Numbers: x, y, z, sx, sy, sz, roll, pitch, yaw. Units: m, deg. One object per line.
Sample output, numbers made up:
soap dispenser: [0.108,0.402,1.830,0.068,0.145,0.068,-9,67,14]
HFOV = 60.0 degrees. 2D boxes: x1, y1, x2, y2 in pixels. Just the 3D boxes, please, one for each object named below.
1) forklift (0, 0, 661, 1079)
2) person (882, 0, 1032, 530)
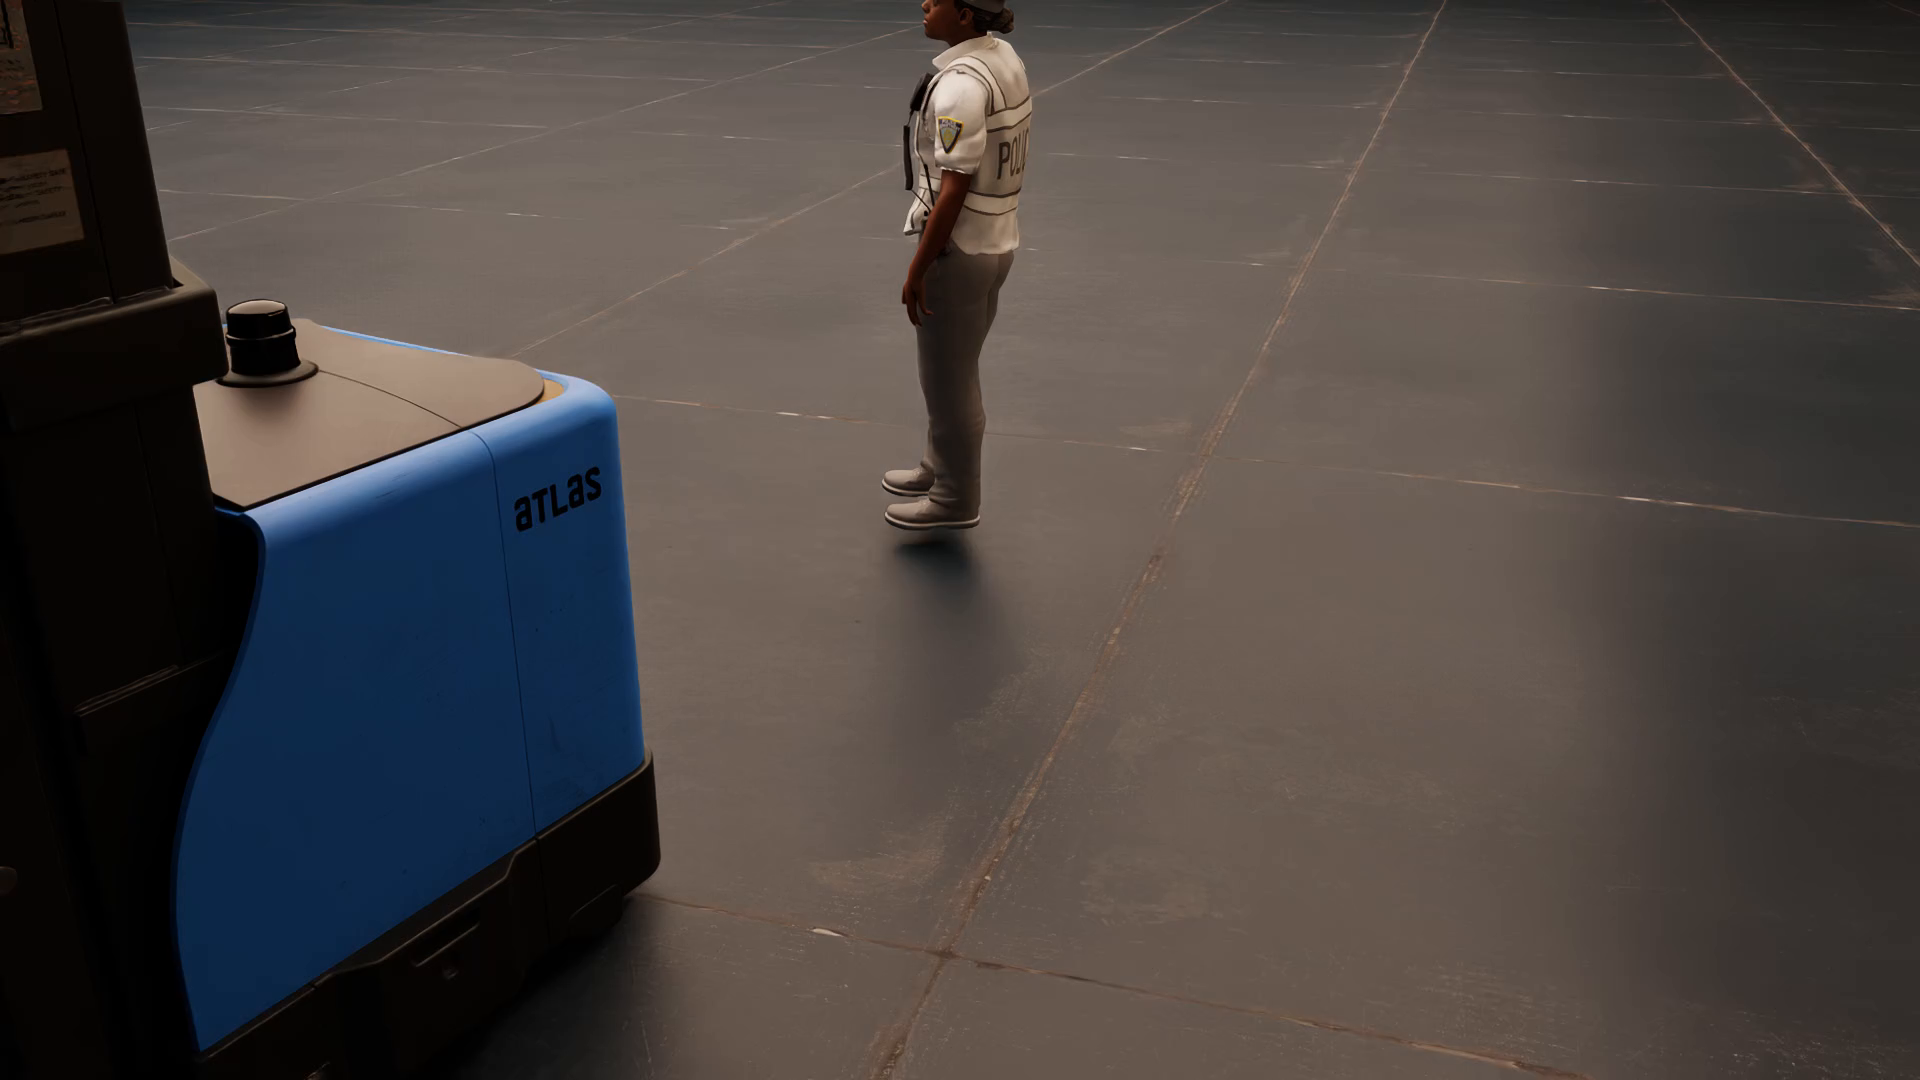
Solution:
forklift: [-1.797,-0.259,1.908,1.130,2.935,3.031,13,26,29]
person: [-0.065,-0.843,4.817,0.529,1.695,0.570,7,23,16]
